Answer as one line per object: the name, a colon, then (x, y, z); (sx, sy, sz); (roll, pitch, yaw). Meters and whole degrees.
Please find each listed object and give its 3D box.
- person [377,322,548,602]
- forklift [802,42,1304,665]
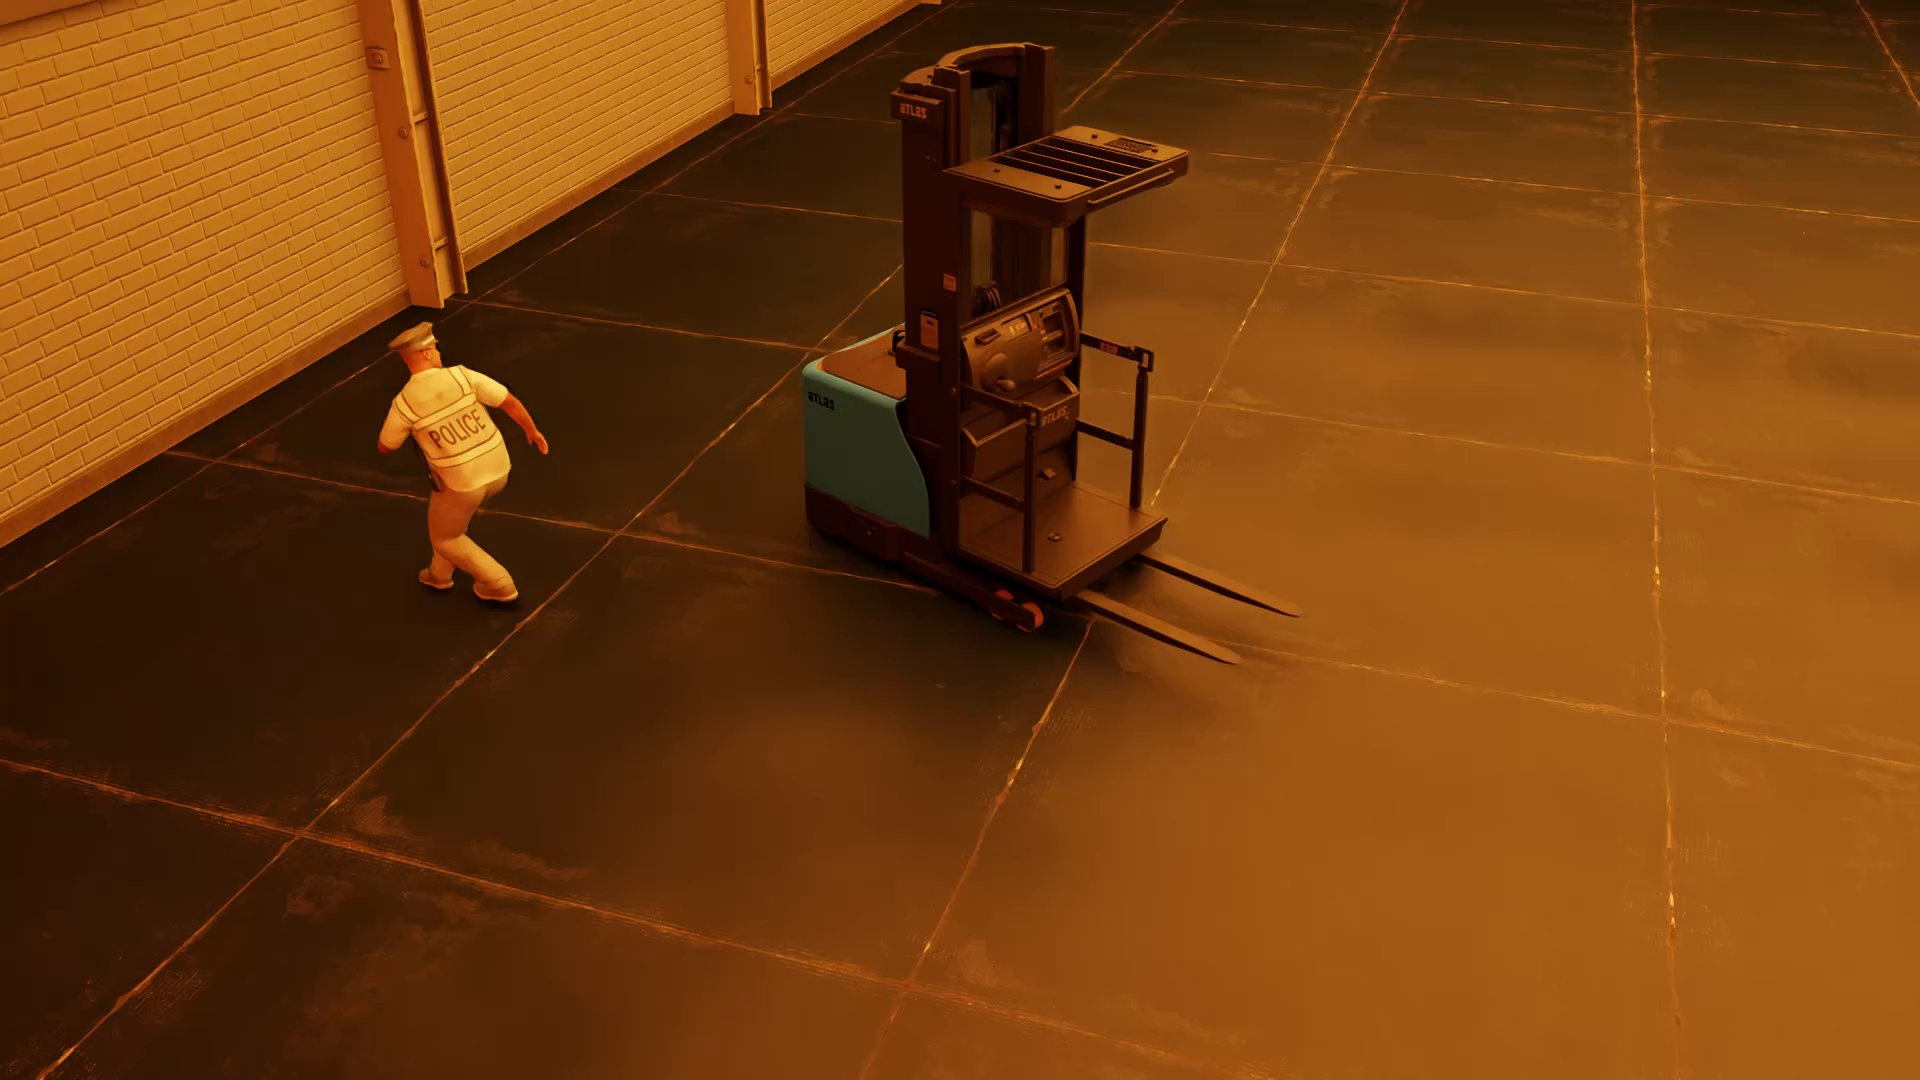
person: (-2.806, -0.456, 9.285); (0.828, 1.650, 0.814); (22, 37, 34)
forklift: (0.497, -1.058, 8.993); (3.031, 2.935, 1.130); (23, 37, 35)
